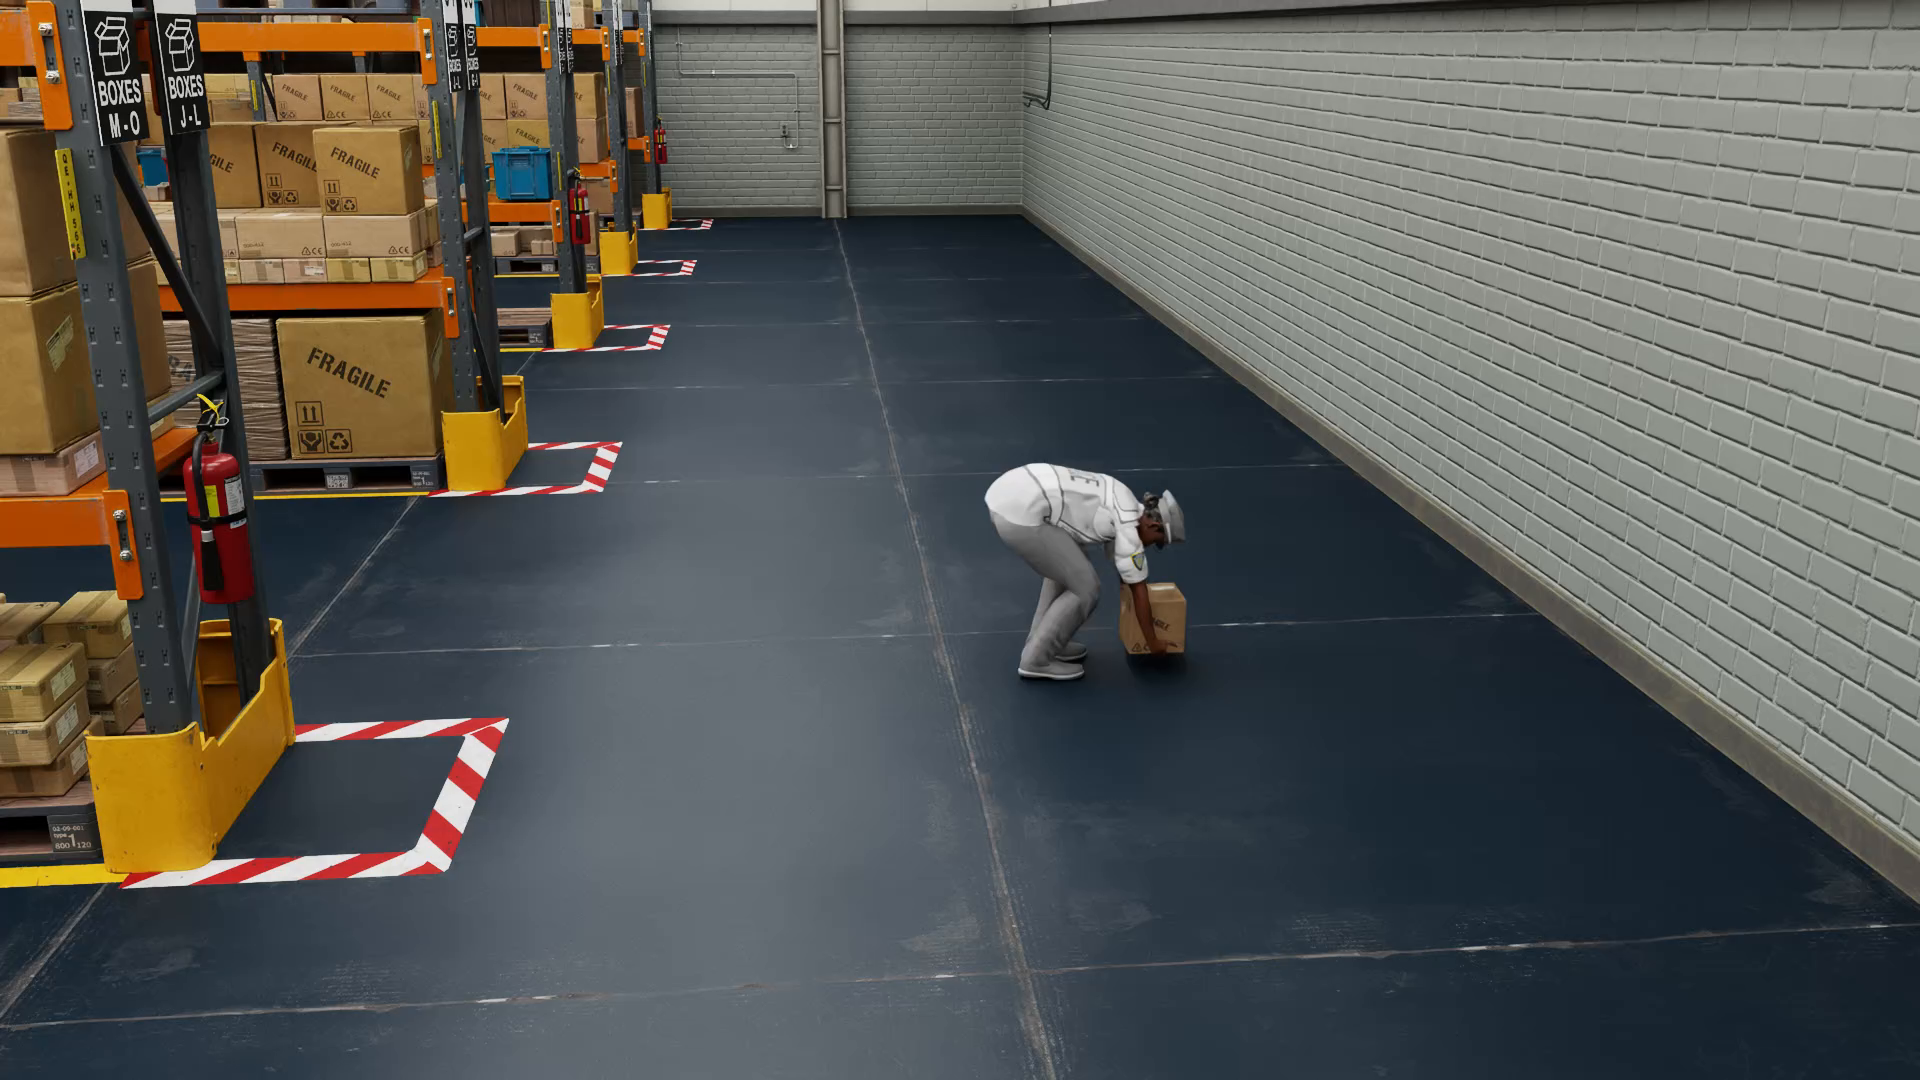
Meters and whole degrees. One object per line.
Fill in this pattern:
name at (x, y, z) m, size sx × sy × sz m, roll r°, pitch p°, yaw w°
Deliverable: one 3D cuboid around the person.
person at (0.566, 0.122, 7.396) m, size 0.909 × 0.935 × 0.448 m, roll -3°, pitch 17°, yaw -8°
